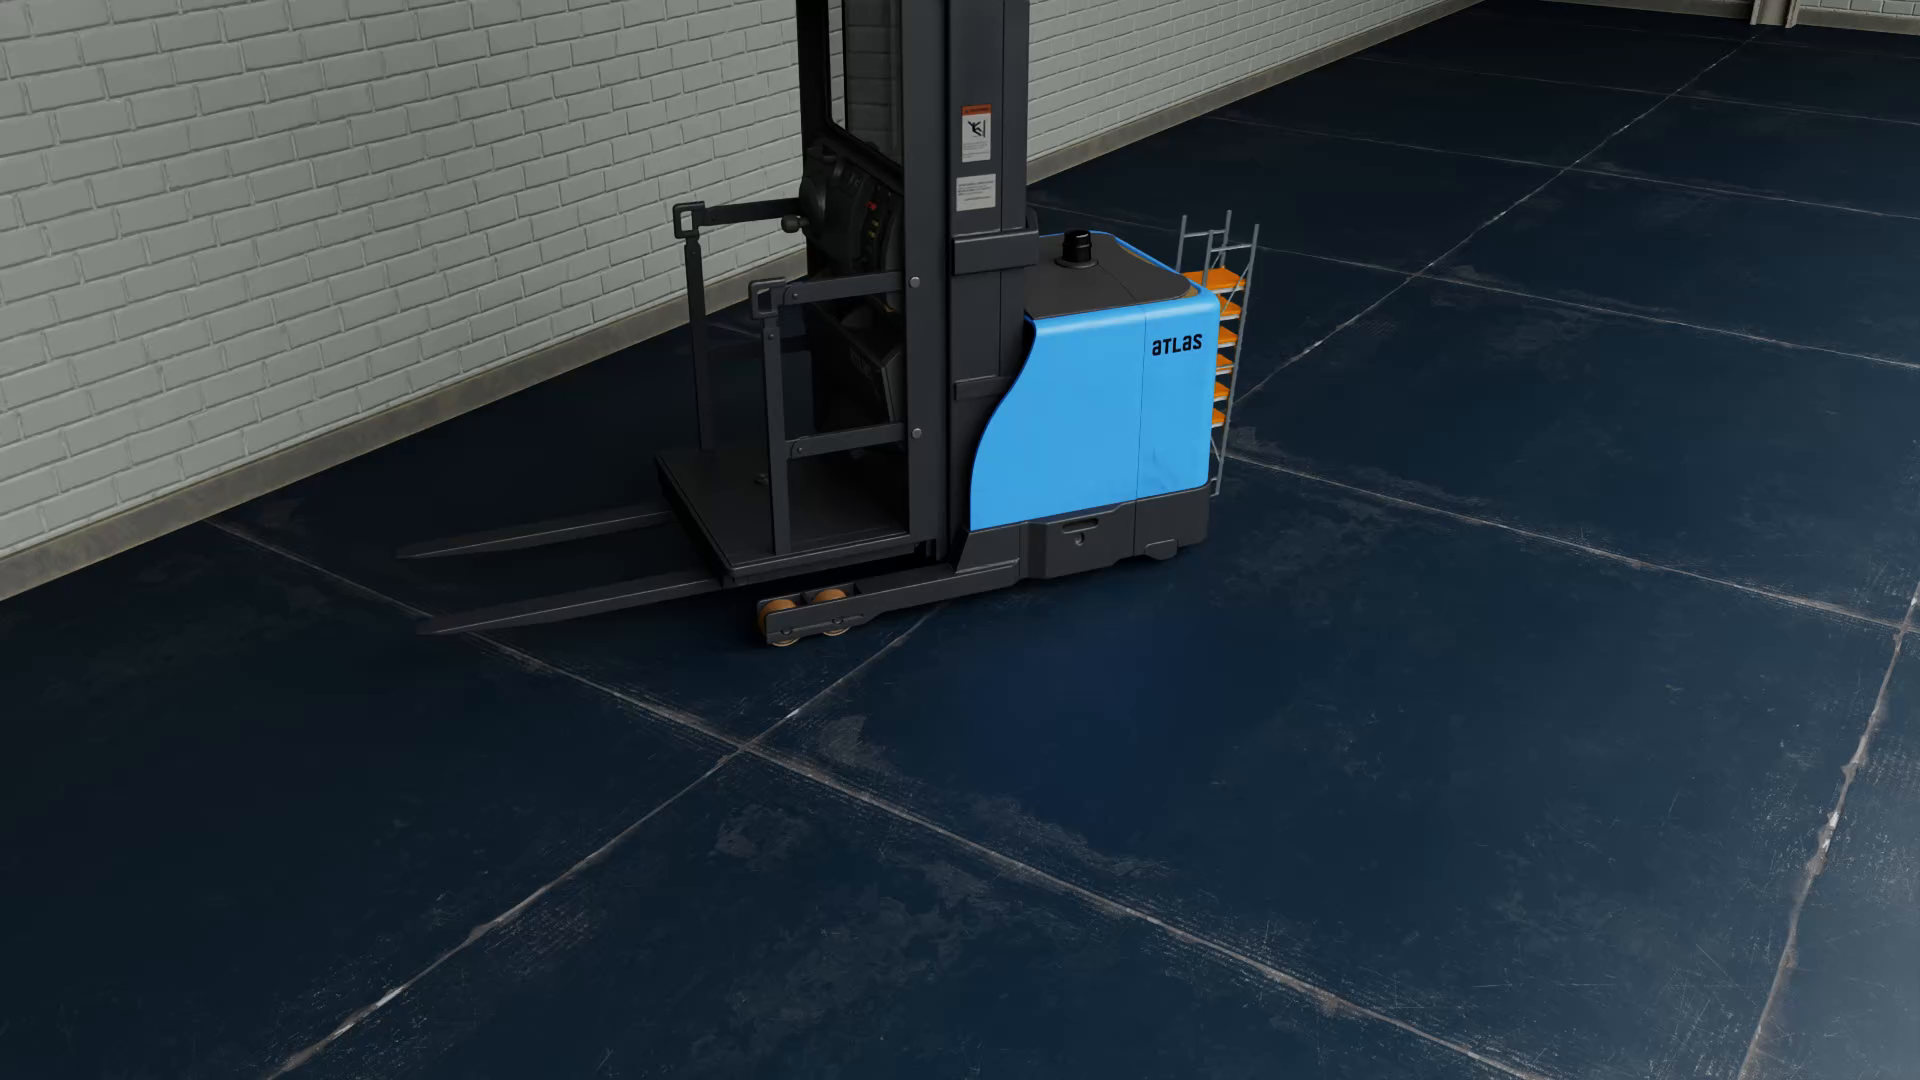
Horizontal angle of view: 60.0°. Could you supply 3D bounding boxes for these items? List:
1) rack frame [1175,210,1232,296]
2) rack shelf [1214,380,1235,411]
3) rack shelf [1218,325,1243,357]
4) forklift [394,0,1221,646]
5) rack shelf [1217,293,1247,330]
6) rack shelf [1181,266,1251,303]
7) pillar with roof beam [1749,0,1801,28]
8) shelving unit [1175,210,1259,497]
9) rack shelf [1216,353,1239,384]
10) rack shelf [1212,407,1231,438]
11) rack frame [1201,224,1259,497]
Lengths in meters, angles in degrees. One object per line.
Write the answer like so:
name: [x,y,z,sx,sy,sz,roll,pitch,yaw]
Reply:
rack frame: [0.951,-0.780,6.929,0.240,1.200,0.006,-12,32,-26]
rack shelf: [0.984,-0.595,6.938,0.258,0.103,0.180,-12,32,-26]
rack shelf: [0.998,-0.805,6.823,0.258,0.103,0.180,-12,32,-26]
forklift: [-0.578,-1.195,5.867,3.031,2.935,1.130,-11,29,-20]
rack shelf: [1.006,-0.910,6.765,0.258,0.103,0.180,-12,32,-26]
rack shelf: [1.013,-1.015,6.708,0.258,0.103,0.180,-12,32,-26]
pillar with roof beam: [6.023,-7.774,12.104,0.400,9.000,9.100,17,32,30]
shelving unit: [0.994,-0.739,6.859,0.258,1.200,0.189,-12,32,-26]
rack shelf: [0.991,-0.700,6.880,0.258,0.103,0.180,-12,32,-26]
rack shelf: [0.977,-0.490,6.996,0.258,0.103,0.180,-12,32,-26]
rack frame: [1.037,-0.698,6.790,0.240,1.200,0.006,-12,32,-26]
